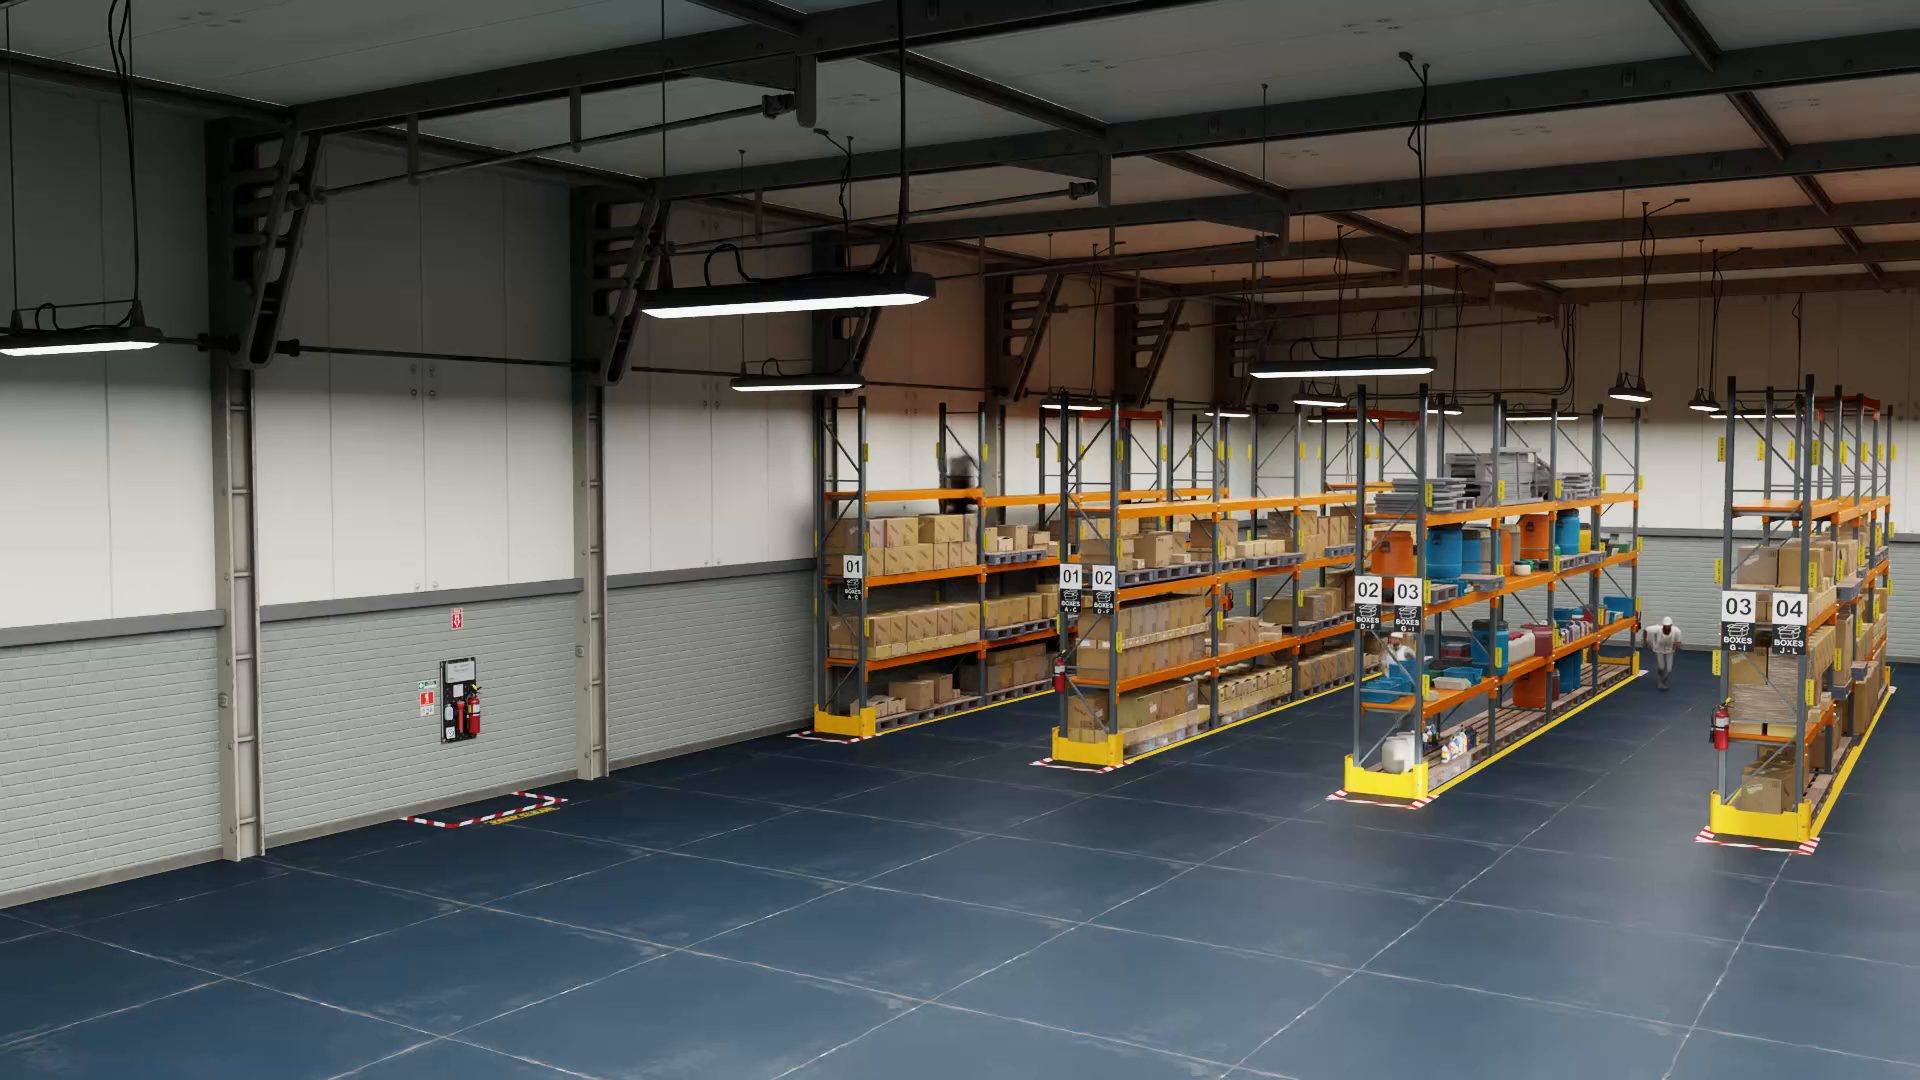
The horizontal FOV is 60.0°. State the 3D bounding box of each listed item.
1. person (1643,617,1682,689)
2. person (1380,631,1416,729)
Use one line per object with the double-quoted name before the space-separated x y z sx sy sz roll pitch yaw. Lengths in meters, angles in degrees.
"person" 14.747 2.377 34.932 0.737 1.576 0.847 1 3 13
"person" 7.949 2.536 30.228 0.636 1.805 0.811 3 4 43
